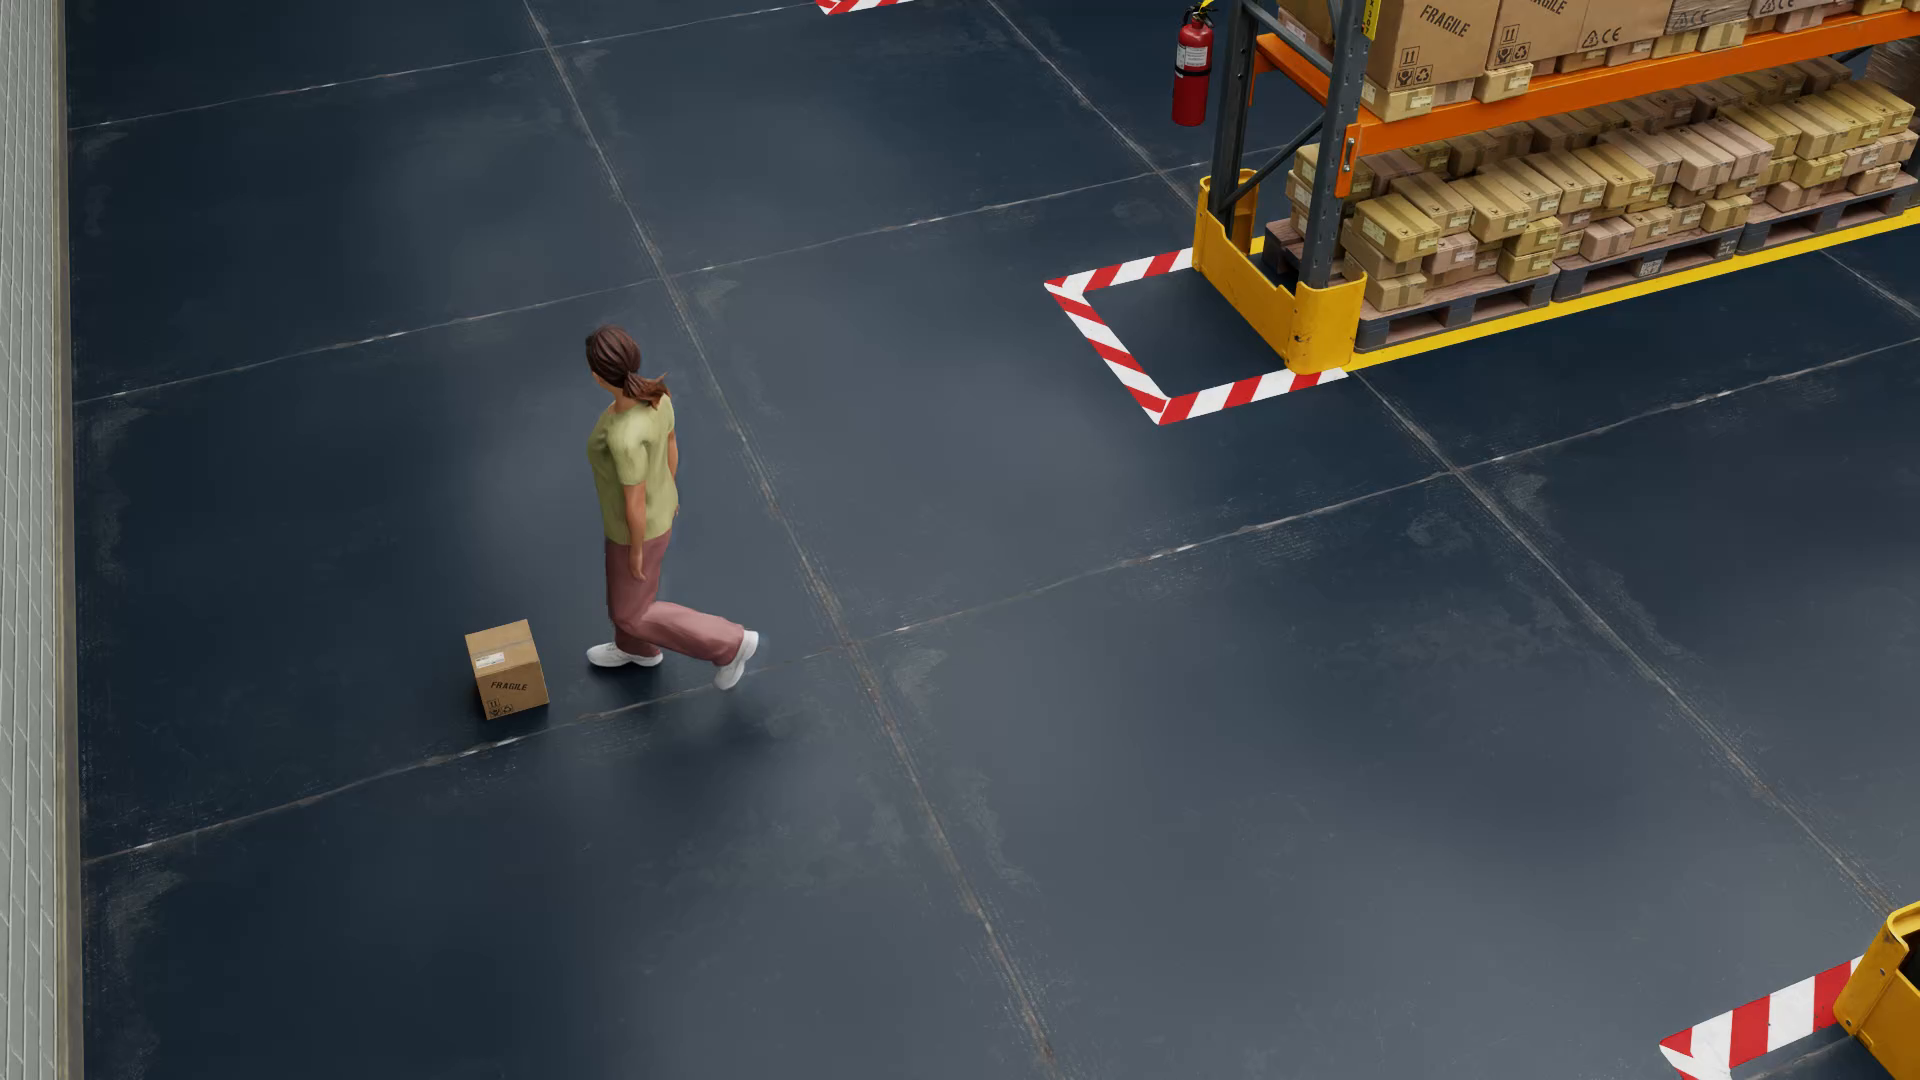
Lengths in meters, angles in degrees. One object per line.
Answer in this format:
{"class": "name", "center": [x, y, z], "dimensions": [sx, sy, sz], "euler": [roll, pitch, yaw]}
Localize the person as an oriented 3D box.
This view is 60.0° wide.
{"class": "person", "center": [-1.157, -0.082, 6.235], "dimensions": [0.750, 1.661, 0.466], "euler": [2, 42, 3]}
